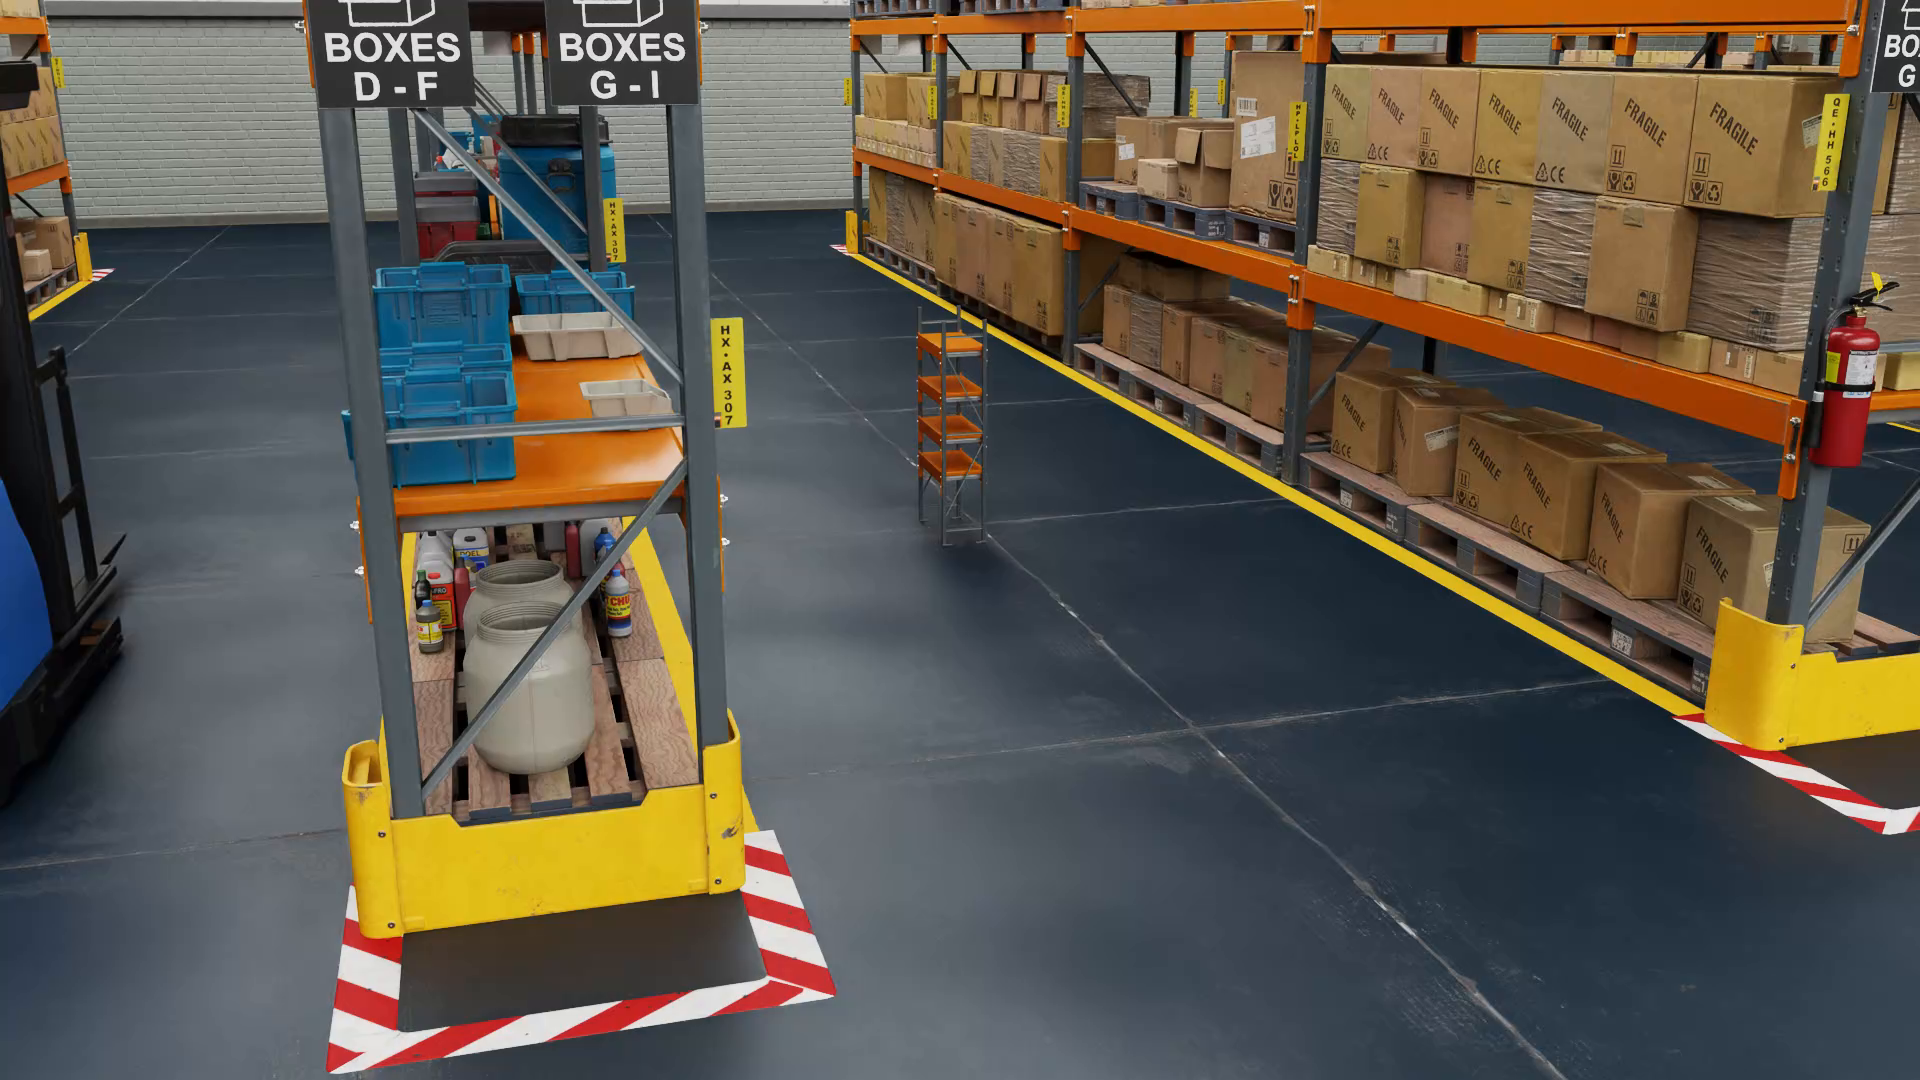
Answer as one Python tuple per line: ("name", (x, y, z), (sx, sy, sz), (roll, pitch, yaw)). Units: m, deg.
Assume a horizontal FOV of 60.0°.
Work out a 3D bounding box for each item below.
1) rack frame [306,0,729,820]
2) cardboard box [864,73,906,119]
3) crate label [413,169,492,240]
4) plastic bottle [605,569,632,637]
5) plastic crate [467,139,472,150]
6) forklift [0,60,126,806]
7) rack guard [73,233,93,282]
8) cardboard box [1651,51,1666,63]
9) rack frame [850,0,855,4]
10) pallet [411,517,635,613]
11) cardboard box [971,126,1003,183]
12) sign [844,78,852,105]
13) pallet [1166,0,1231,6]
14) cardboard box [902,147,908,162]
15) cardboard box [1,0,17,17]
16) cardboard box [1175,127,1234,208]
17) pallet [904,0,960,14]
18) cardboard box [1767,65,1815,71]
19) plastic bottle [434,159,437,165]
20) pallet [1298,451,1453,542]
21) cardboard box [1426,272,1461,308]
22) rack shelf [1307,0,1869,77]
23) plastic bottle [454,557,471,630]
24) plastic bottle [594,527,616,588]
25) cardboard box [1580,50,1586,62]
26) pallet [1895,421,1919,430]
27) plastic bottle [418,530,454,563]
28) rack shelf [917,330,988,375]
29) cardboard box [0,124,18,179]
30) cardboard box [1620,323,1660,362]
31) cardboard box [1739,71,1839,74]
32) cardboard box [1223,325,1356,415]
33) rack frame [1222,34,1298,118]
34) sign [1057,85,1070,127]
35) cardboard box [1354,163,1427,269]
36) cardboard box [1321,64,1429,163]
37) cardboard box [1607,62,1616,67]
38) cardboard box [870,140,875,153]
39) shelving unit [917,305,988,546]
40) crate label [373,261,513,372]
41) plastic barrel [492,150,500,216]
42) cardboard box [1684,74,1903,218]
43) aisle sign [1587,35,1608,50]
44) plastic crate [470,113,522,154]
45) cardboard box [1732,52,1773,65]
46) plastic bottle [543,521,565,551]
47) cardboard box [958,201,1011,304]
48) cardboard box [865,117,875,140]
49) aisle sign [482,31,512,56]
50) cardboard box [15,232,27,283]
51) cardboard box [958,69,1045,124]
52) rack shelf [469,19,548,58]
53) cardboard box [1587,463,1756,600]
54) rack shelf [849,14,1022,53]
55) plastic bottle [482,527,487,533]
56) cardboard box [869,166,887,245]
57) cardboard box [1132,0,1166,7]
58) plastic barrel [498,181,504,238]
("rack frame", (-1.213, -0.315, 4.786), (1.000, 3.000, 0.127), (-5, 17, -15))
("cardboard box", (-0.838, -5.269, 19.720), (0.500, 0.500, 0.500), (-5, 17, -17))
("crate label", (-3.398, -2.248, 11.161), (0.502, 0.435, 0.616), (-5, 17, -15))
("plastic bottle", (-1.412, 0.255, 6.866), (0.097, 0.271, 0.097), (0, 17, 0))
("plastic crate", (-5.414, -4.147, 17.732), (0.416, 0.233, 0.300), (-5, 17, -15))
("forklift", (-4.144, -0.785, 6.469), (1.130, 2.935, 3.031), (-4, 17, -13))
("rack guard", (-10.353, -3.132, 18.509), (1.175, 0.500, 0.348), (-5, 17, -15))
("cardboard box", (9.017, -6.132, 21.112), (0.380, 0.149, 0.250), (-5, 17, -15))
("rack frame", (-0.848, -8.005, 19.960), (1.000, 3.000, 0.127), (-5, 17, -15))
("pallet", (-2.168, 0.103, 8.241), (1.003, 0.211, 1.213), (-5, 17, -15))
("cardboard box", (0.414, -3.649, 15.712), (0.500, 0.500, 0.500), (-5, 17, -17))
("sign", (-1.383, -5.542, 20.546), (0.100, 0.325, 0.005), (-5, 17, -15))
("pallet", (2.095, -3.625, 10.919), (1.213, 0.211, 1.003), (-5, 17, -15))
("cardboard box", (-0.431, -4.248, 18.318), (0.380, 0.149, 0.250), (-4, 17, -14))
("cardboard box", (-9.702, -5.317, 16.485), (0.500, 0.250, 0.500), (-5, 17, -15))
("cardboard box", (1.885, -2.535, 11.269), (0.797, 0.503, 0.637), (-3, 17, -10))
("pallet", (0.037, -5.647, 17.477), (1.003, 0.211, 1.213), (-5, 17, -15))
("cardboard box", (9.624, -5.191, 19.109), (0.500, 0.500, 0.500), (-4, 17, -15))
("plastic bottle", (-4.576, -3.197, 14.585), (0.061, 0.283, 0.133), (-5, 17, -15))
("pallet", (2.669, -0.294, 9.565), (1.003, 0.211, 1.213), (-5, 17, -15))
("cardboard box", (2.587, -1.265, 8.387), (0.380, 0.149, 0.250), (-5, 17, -15))
("rack shelf", (3.000, -2.352, 7.603), (1.077, 0.370, 4.000), (-5, 17, -15))
("plastic bottle", (-2.080, 0.222, 6.957), (0.061, 0.283, 0.133), (-5, 17, -15))
("plastic bottle", (-1.589, 0.077, 7.461), (0.097, 0.271, 0.097), (0, 17, 0))
("cardboard box", (8.653, -6.566, 22.557), (0.380, 0.149, 0.250), (-4, 17, -14))
("pallet", (6.962, -1.049, 12.077), (1.003, 0.211, 1.213), (-5, 17, -15))
("plastic bottle", (-2.321, 0.063, 7.369), (0.144, 0.351, 0.185), (-5, 17, -16))
("rack shelf", (-0.045, -0.997, 8.819), (0.258, 0.148, 0.480), (-5, 17, -15))
("cardboard box", (-9.432, -3.734, 15.994), (0.500, 0.500, 0.500), (-5, 17, -16))
("cardboard box", (3.032, -0.853, 7.015), (0.380, 0.149, 0.250), (-5, 17, -15))
("cardboard box", (3.530, -1.688, 6.929), (0.500, 0.500, 0.500), (-5, 17, -15))
("cardboard box", (2.189, -1.131, 11.084), (0.700, 0.500, 0.500), (-5, 17, -16))
("rack frame", (3.949, -5.496, 22.035), (1.000, 3.000, 0.127), (-5, 17, -15))
("sign", (0.818, -3.429, 13.140), (0.100, 0.325, 0.005), (-5, 17, -15))
("cardboard box", (2.618, -1.733, 8.815), (0.875, 0.500, 0.500), (-5, 17, -15))
("cardboard box", (2.329, -2.337, 9.090), (0.500, 0.500, 0.500), (-5, 17, -15))
("cardboard box", (8.836, -6.003, 21.810), (0.500, 0.500, 0.500), (-5, 17, -16))
("cardboard box", (-0.852, -4.674, 19.734), (0.380, 0.149, 0.250), (-5, 17, -16))
("shelving unit", (-0.045, -0.620, 8.932), (0.258, 1.200, 0.503), (-5, 17, -15))
("crate label", (-1.979, -0.819, 6.404), (0.502, 0.435, 0.616), (-5, 17, -15))
("plastic barrel", (-2.993, -2.488, 11.785), (0.600, 0.536, 0.708), (-5, 17, -15))
("cardboard box", (3.161, -1.508, 6.330), (0.500, 0.500, 0.500), (-5, 17, -15))
("aisle sign", (8.959, -7.205, 23.205), (0.394, 0.787, 0.004), (-5, 17, -15))
("plastic crate", (-5.338, -4.708, 19.246), (0.616, 0.435, 0.499), (-5, 17, -15))
("cardboard box", (9.389, -5.706, 19.696), (0.380, 0.149, 0.250), (-5, 17, -16))
("plastic bottle", (-1.941, -0.100, 8.042), (0.152, 0.276, 0.135), (-5, 17, -15))
("cardboard box", (0.693, -2.787, 15.978), (1.225, 0.875, 0.875), (-5, 18, -17))
("cardboard box", (-0.826, -4.905, 19.812), (0.500, 0.250, 0.500), (-5, 17, -16))
("aisle sign", (-5.348, -6.029, 19.289), (0.394, 0.787, 0.004), (-5, 17, -15))
("cardboard box", (-9.796, -2.778, 16.560), (0.797, 0.503, 0.637), (-5, 17, -15))
("cardboard box", (0.435, -4.378, 16.395), (0.797, 0.503, 0.637), (-5, 17, -17))
("rack shelf", (-2.862, -3.066, 9.983), (1.077, 0.370, 4.000), (-5, 17, -15))
("cardboard box", (3.197, -0.047, 7.509), (0.500, 0.500, 0.500), (0, 17, -1))
("rack shelf", (-0.298, -5.671, 18.653), (1.077, 0.370, 4.000), (-5, 17, -15))
("plastic bottle", (-2.351, -0.118, 7.972), (0.144, 0.351, 0.185), (-5, 17, -15))
("cardboard box", (-0.595, -4.145, 20.500), (0.875, 0.875, 0.875), (-5, 17, -15))
("cardboard box", (1.526, -3.850, 11.603), (0.500, 0.250, 0.500), (-4, 17, -14))
("plastic barrel", (-2.364, -1.768, 9.388), (0.433, 0.535, 0.433), (0, 17, 0))
